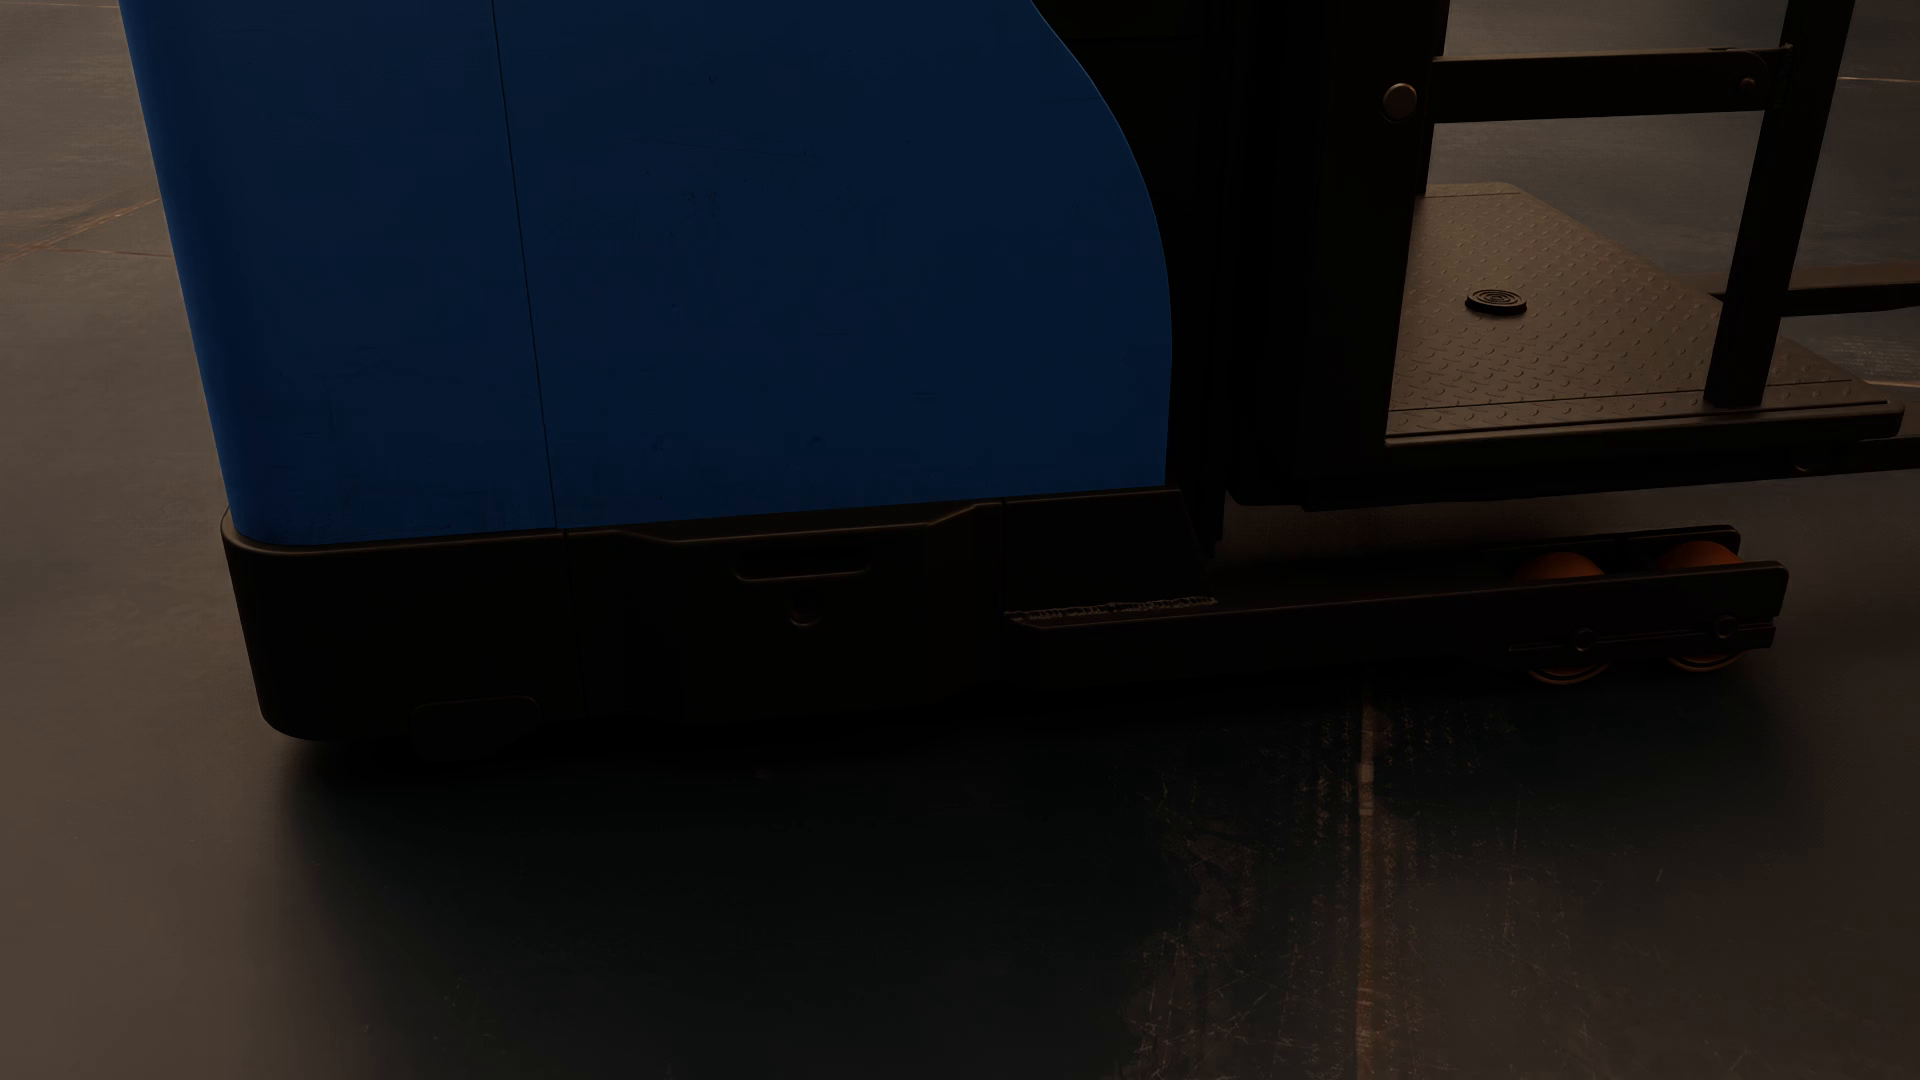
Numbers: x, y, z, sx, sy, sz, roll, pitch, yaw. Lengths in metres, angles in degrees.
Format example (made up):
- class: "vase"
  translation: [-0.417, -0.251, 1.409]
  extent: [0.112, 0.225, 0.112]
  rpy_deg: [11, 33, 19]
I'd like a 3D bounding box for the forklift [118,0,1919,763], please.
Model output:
- class: "forklift"
  translation: [0.600, -1.354, 1.930]
  extent: [3.031, 2.935, 1.130]
  rpy_deg: [-4, 27, -9]
